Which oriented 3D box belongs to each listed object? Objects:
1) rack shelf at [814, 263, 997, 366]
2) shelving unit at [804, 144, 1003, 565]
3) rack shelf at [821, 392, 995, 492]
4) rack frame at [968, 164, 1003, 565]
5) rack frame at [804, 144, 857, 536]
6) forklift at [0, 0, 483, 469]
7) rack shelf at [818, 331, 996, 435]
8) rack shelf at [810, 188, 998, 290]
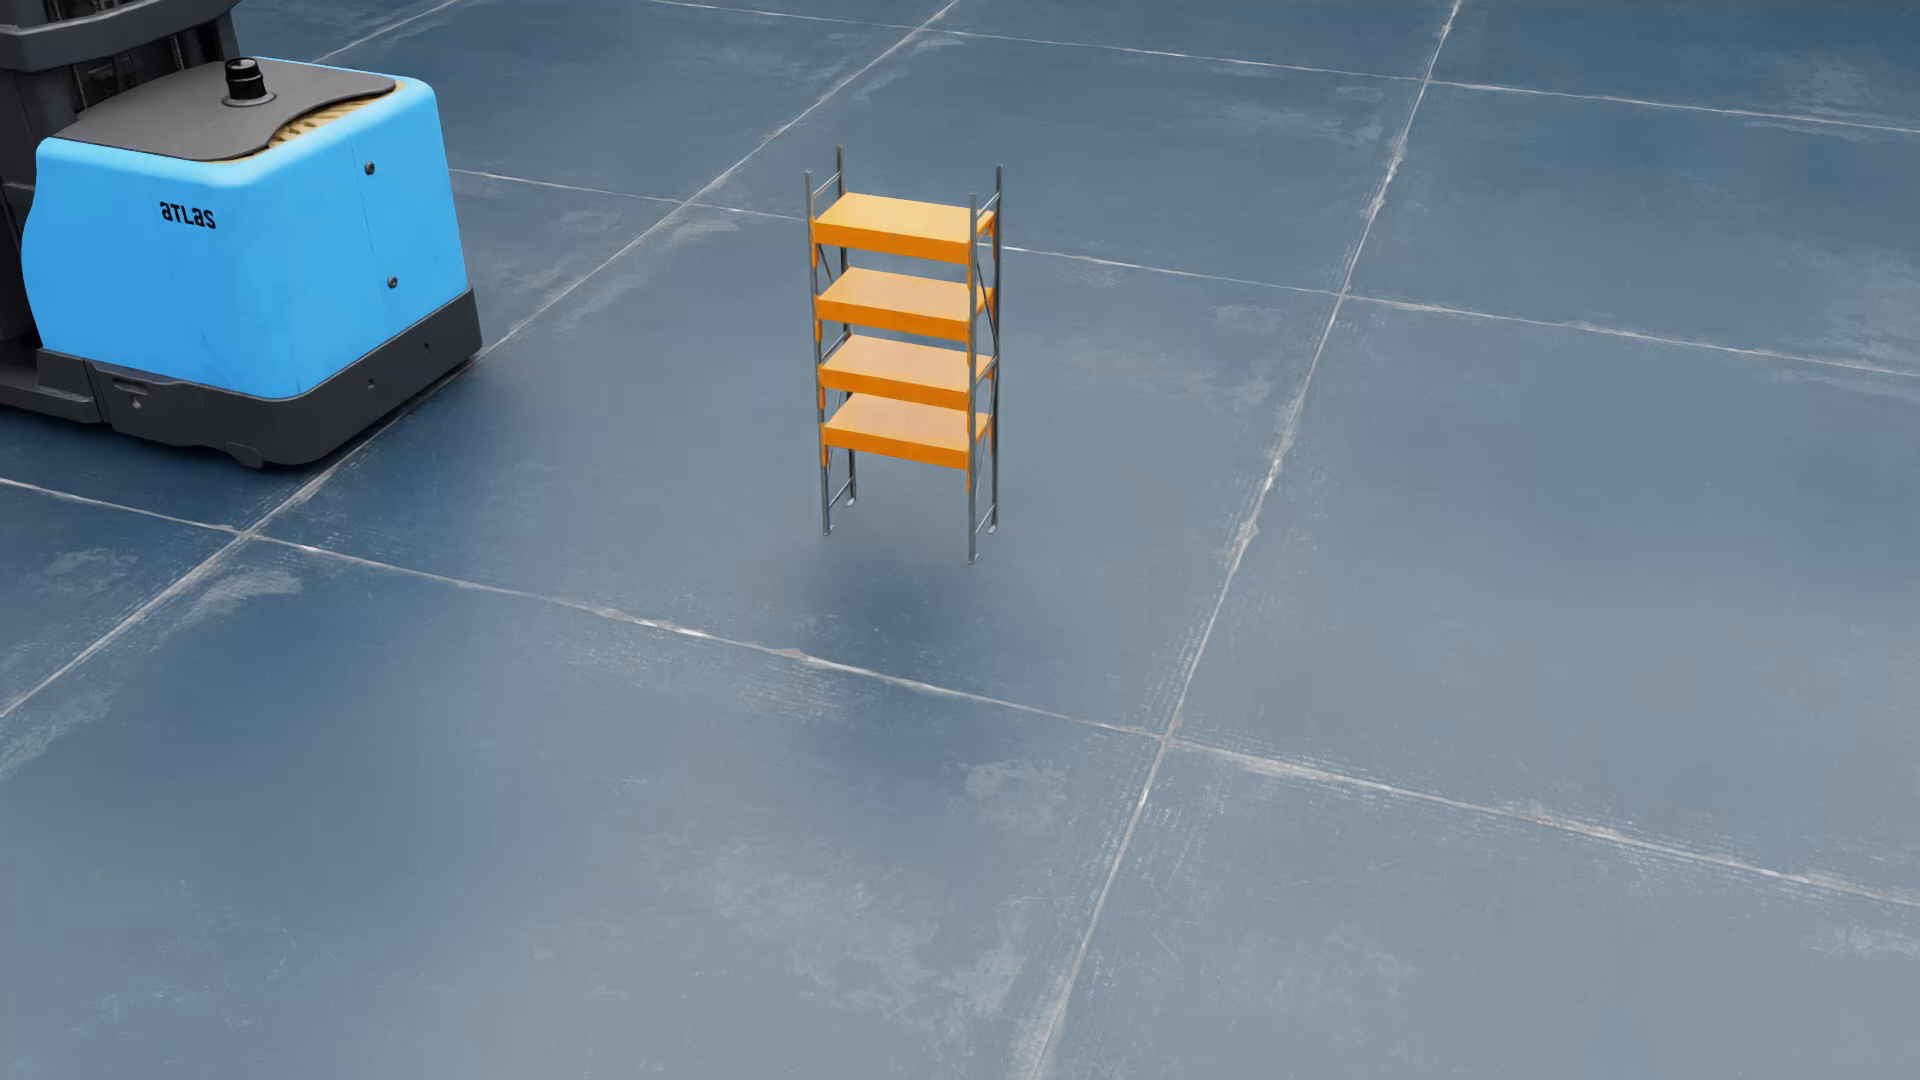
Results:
[{"bbox_3d":[-0.156,-0.666,4.887,0.480,0.148,0.258,11,34,16],"label":"rack shelf"},{"bbox_3d":[-0.156,-0.534,4.971,0.503,1.200,0.258,11,34,16],"label":"shelving unit"},{"bbox_3d":[-0.156,-0.311,5.116,0.480,0.148,0.258,11,34,16],"label":"rack shelf"},{"bbox_3d":[0.074,-0.490,4.902,0.015,1.200,0.240,11,34,16],"label":"rack frame"},{"bbox_3d":[-0.386,-0.579,5.041,0.015,1.200,0.240,11,34,16],"label":"rack frame"},{"bbox_3d":[-3.362,-1.975,5.606,3.031,2.935,1.130,12,35,18],"label":"forklift"},{"bbox_3d":[-0.156,-0.478,5.008,0.480,0.148,0.258,11,34,16],"label":"rack shelf"},{"bbox_3d":[-0.156,-0.864,4.758,0.480,0.148,0.258,11,34,16],"label":"rack shelf"}]
